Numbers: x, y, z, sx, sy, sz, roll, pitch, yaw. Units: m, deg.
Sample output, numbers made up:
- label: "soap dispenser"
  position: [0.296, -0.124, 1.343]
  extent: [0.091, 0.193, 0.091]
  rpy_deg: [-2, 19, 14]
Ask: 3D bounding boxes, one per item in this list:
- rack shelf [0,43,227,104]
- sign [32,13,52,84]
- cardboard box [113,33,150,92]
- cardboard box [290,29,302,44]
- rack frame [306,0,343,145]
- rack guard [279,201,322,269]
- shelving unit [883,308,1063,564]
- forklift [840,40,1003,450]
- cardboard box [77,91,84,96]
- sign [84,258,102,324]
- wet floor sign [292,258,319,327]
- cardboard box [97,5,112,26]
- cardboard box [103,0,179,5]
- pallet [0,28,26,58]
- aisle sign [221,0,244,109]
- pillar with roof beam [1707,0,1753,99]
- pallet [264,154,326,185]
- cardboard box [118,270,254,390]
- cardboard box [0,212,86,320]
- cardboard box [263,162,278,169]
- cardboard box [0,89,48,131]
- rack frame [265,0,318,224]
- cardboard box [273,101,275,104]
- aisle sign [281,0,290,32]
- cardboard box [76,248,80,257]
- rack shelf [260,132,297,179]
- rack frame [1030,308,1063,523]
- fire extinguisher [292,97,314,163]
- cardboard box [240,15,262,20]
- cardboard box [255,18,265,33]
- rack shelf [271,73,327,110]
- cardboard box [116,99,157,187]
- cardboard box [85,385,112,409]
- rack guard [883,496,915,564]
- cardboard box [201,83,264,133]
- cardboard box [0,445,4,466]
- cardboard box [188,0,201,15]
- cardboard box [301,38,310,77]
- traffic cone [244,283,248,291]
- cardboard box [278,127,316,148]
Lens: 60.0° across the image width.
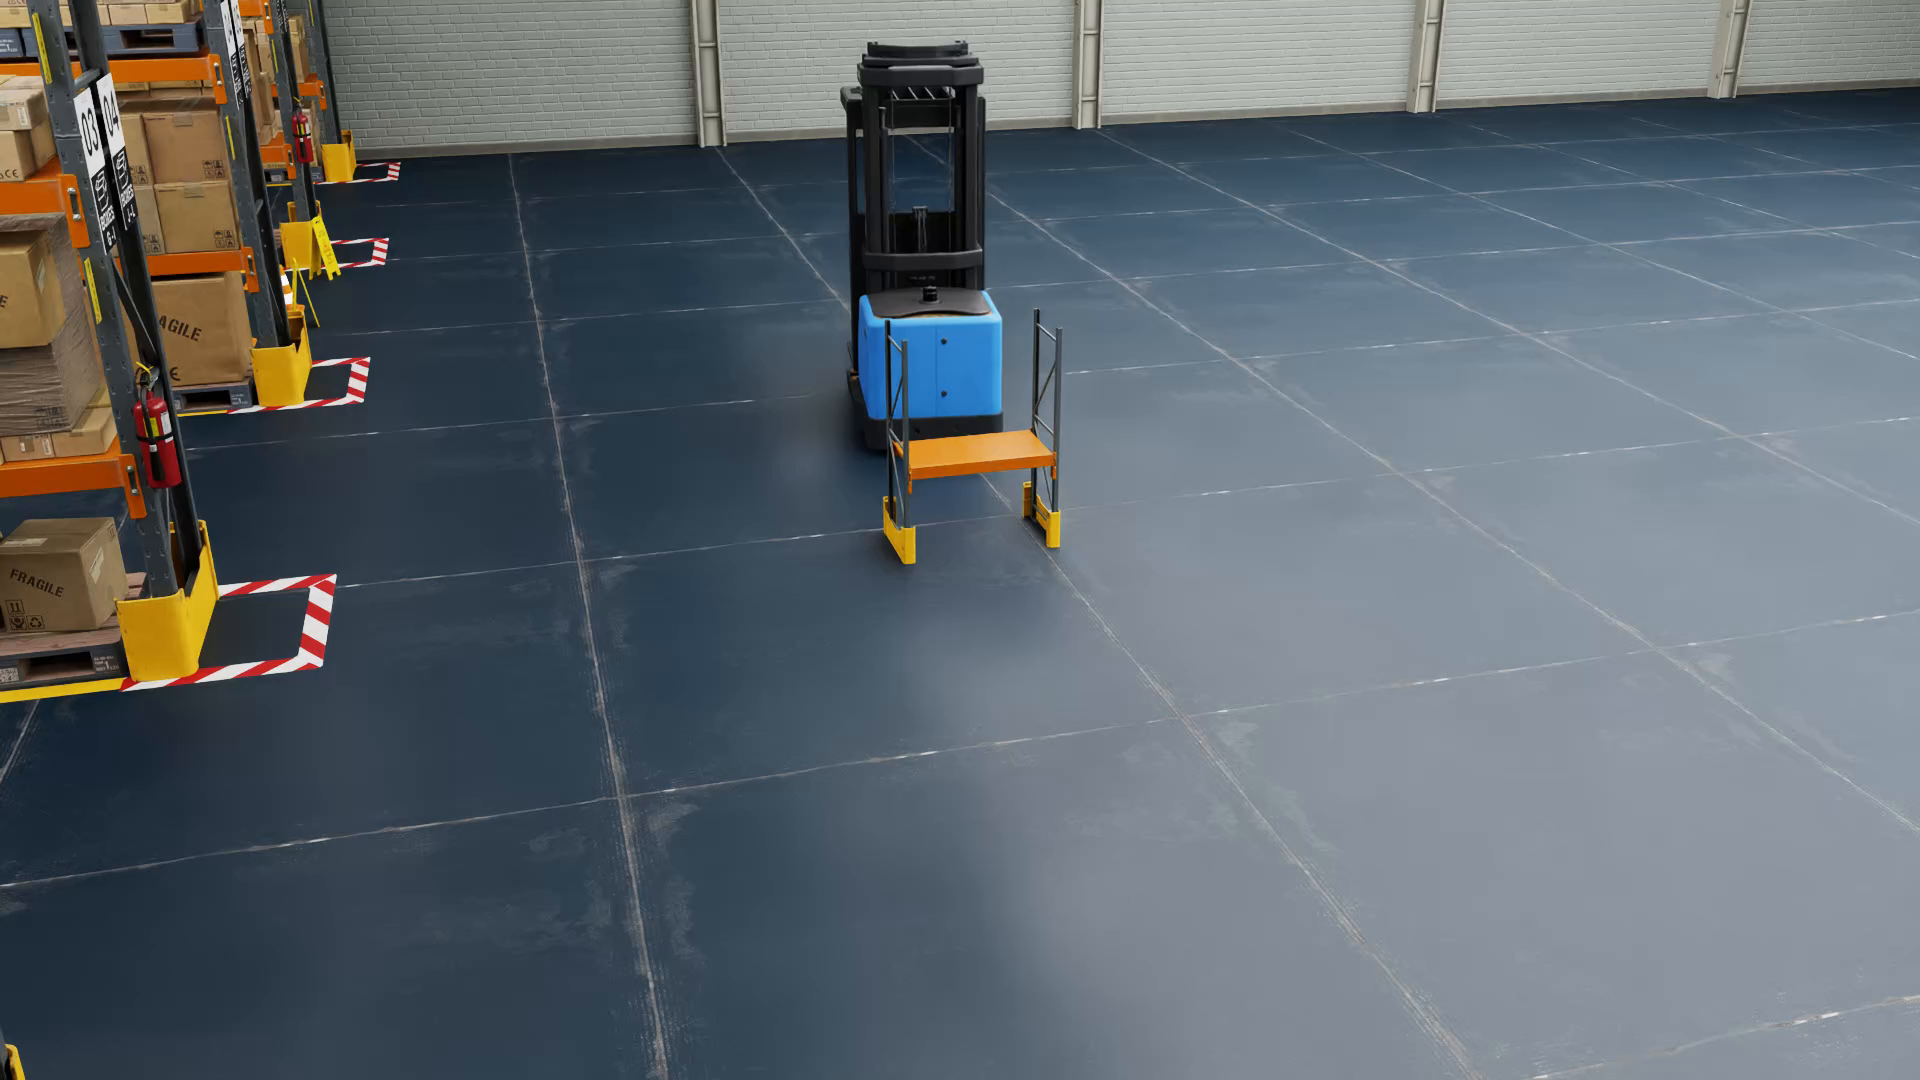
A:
- label: "rack shelf"
  position: [-7.763, -3.546, 12.819]
  extent: [4.000, 0.370, 1.077]
  rpy_deg: [-6, 24, -14]
- label: "sign"
  position: [-4.465, -2.390, 8.090]
  extent: [0.005, 0.325, 0.100]
  rpy_deg: [-6, 24, -14]
- label: "cardboard box"
  position: [-8.658, -4.941, 17.188]
  extent: [0.500, 0.500, 0.700]
  rpy_deg: [-7, 24, -15]
- label: "cardboard box"
  position: [-8.875, -6.665, 22.030]
  extent: [0.250, 0.149, 0.380]
  rpy_deg: [-6, 24, -14]
- label: "rack frame"
  position: [-8.617, -6.464, 22.511]
  extent: [0.127, 3.000, 1.000]
  rpy_deg: [-6, 24, -14]
- label: "rack guard"
  position: [-7.345, -3.423, 18.594]
  extent: [0.348, 0.500, 1.175]
  rpy_deg: [-6, 24, -14]
- label: "shelving unit"
  position: [0.073, -0.697, 10.973]
  extent: [1.083, 1.500, 0.587]
  rpy_deg: [-6, 24, -14]
- label: "forklift"
  position: [-0.376, -2.582, 13.551]
  extent: [1.130, 2.935, 3.031]
  rpy_deg: [-3, 23, -7]
- label: "cardboard box"
  position: [-9.179, -4.450, 17.313]
  extent: [0.500, 0.500, 0.500]
  rpy_deg: [-6, 24, -14]
- label: "sign"
  position: [-4.465, -1.282, 8.565]
  extent: [0.005, 0.325, 0.100]
  rpy_deg: [-6, 24, -14]
- label: "wet floor sign"
  position: [-6.345, -2.384, 15.989]
  extent: [0.232, 0.644, 0.267]
  rpy_deg: [-11, 25, -23]
- label: "cardboard box"
  position: [-6.556, -3.995, 12.612]
  extent: [0.250, 0.149, 0.380]
  rpy_deg: [-6, 24, -14]
- label: "cardboard box"
  position: [-6.233, -4.239, 12.674]
  extent: [0.500, 0.250, 0.500]
  rpy_deg: [-6, 24, -14]
- label: "pallet"
  position: [-7.726, -3.835, 12.692]
  extent: [1.213, 0.211, 1.003]
  rpy_deg: [-6, 24, -14]
- label: "aisle sign"
  position: [-5.688, -3.800, 13.005]
  extent: [0.004, 0.787, 0.394]
  rpy_deg: [-6, 24, -14]
- label: "pillar with roof beam"
  position: [14.740, -10.411, 24.101]
  extent: [0.400, 9.000, 9.100]
  rpy_deg: [-6, 24, -14]
- label: "pallet"
  position: [-9.342, -5.085, 22.834]
  extent: [1.213, 0.211, 1.003]
  rpy_deg: [-6, 24, -14]
- label: "cardboard box"
  position: [-6.473, -1.831, 13.875]
  extent: [0.875, 0.875, 0.875]
  rpy_deg: [-6, 24, -14]
- label: "cardboard box"
  position: [-5.198, -1.505, 9.181]
  extent: [0.500, 0.500, 0.500]
  rpy_deg: [-6, 24, -14]
- label: "cardboard box"
  position: [-9.465, -5.174, 22.459]
  extent: [0.500, 0.250, 0.500]
  rpy_deg: [-6, 24, -14]
- label: "cardboard box"
  position: [-4.778, -2.162, 8.366]
  extent: [0.250, 0.149, 0.380]
  rpy_deg: [-6, 24, -14]
- label: "rack frame"
  position: [-7.272, -4.580, 18.120]
  extent: [0.127, 3.000, 1.000]
  rpy_deg: [-6, 24, -14]
- label: "cardboard box"
  position: [-9.611, -5.819, 22.694]
  extent: [0.500, 0.250, 0.500]
  rpy_deg: [-6, 24, -14]
- label: "aisle sign"
  position: [-7.296, -5.899, 17.897]
  extent: [0.004, 0.787, 0.394]
  rpy_deg: [-6, 24, -14]
- label: "cardboard box"
  position: [-7.280, -2.645, 13.420]
  extent: [0.550, 0.550, 0.875]
  rpy_deg: [-6, 24, -14]
- label: "rack shelf"
  position: [-9.198, -4.037, 17.766]
  extent: [4.000, 0.370, 1.077]
  rpy_deg: [-6, 24, -14]
- label: "rack frame"
  position: [0.572, -0.752, 11.102]
  extent: [0.032, 1.500, 0.500]
  rpy_deg: [-6, 24, -14]
- label: "fire extinguisher"
  position: [-7.037, -4.382, 17.756]
  extent: [0.183, 0.674, 0.296]
  rpy_deg: [-6, 24, -14]
- label: "cardboard box"
  position: [-9.509, -6.942, 22.297]
  extent: [0.250, 0.149, 0.380]
  rpy_deg: [-6, 24, -13]
- label: "cardboard box"
  position: [-9.134, -6.789, 21.941]
  extent: [0.250, 0.149, 0.380]
  rpy_deg: [-6, 24, -14]
- label: "rack shelf"
  position: [-10.542, -5.921, 22.157]
  extent: [4.000, 0.370, 1.077]
  rpy_deg: [-6, 24, -14]
- label: "cardboard box"
  position: [-6.710, -3.158, 13.247]
  extent: [0.550, 0.550, 0.875]
  rpy_deg: [-6, 24, -14]
- label: "cardboard box"
  position: [-4.934, -0.762, 9.541]
  extent: [0.250, 0.149, 0.380]
  rpy_deg: [-6, 24, -14]
- label: "rack guard"
  position: [-0.406, -0.070, 11.096]
  extent: [0.087, 0.250, 0.587]
  rpy_deg: [-6, 24, -14]
- label: "cardboard box"
  position: [-7.720, -4.600, 17.663]
  extent: [0.500, 0.500, 0.500]
  rpy_deg: [-7, 24, -15]
- label: "cardboard box"
  position: [-5.282, -0.521, 8.979]
  extent: [0.250, 0.149, 0.380]
  rpy_deg: [-6, 24, -14]
- label: "cardboard box"
  position: [-6.254, -4.299, 13.320]
  extent: [0.250, 0.149, 0.380]
  rpy_deg: [-6, 24, -14]
- label: "cardboard box"
  position: [-9.169, -6.563, 22.614]
  extent: [0.500, 0.500, 0.500]
  rpy_deg: [-6, 24, -13]
- label: "traffic cone"
  position: [-7.338, -2.879, 17.372]
  extent: [0.334, 0.463, 0.336]
  rpy_deg: [-6, 24, -14]
- label: "cardboard box"
  position: [-9.001, -5.453, 22.475]
  extent: [0.500, 0.250, 0.500]
  rpy_deg: [-7, 24, -15]
